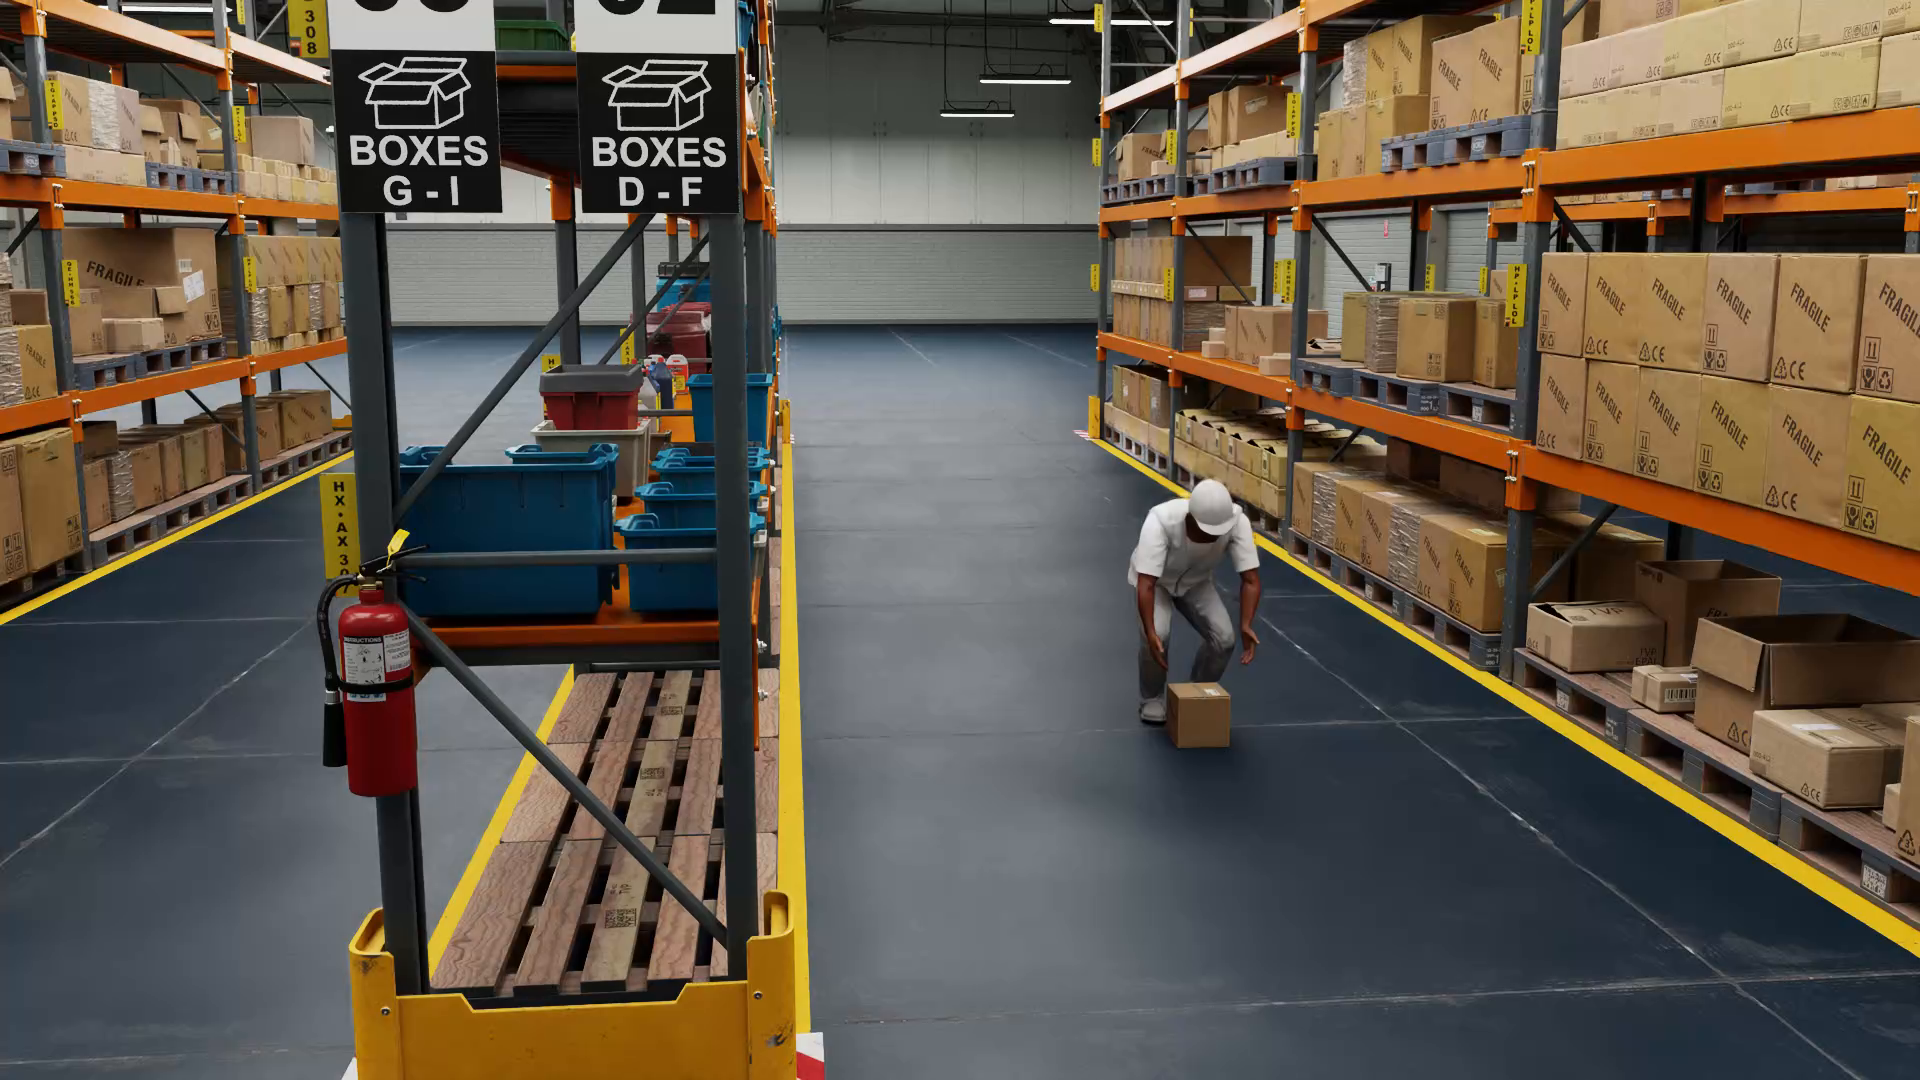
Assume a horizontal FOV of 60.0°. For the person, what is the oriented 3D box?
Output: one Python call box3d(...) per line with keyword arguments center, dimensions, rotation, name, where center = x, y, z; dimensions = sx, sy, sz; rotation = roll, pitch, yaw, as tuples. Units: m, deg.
box3d(center=(1.143, 0.283, 8.218), dimensions=(0.625, 1.250, 0.828), rotation=(-1, 10, -6), name="person")
